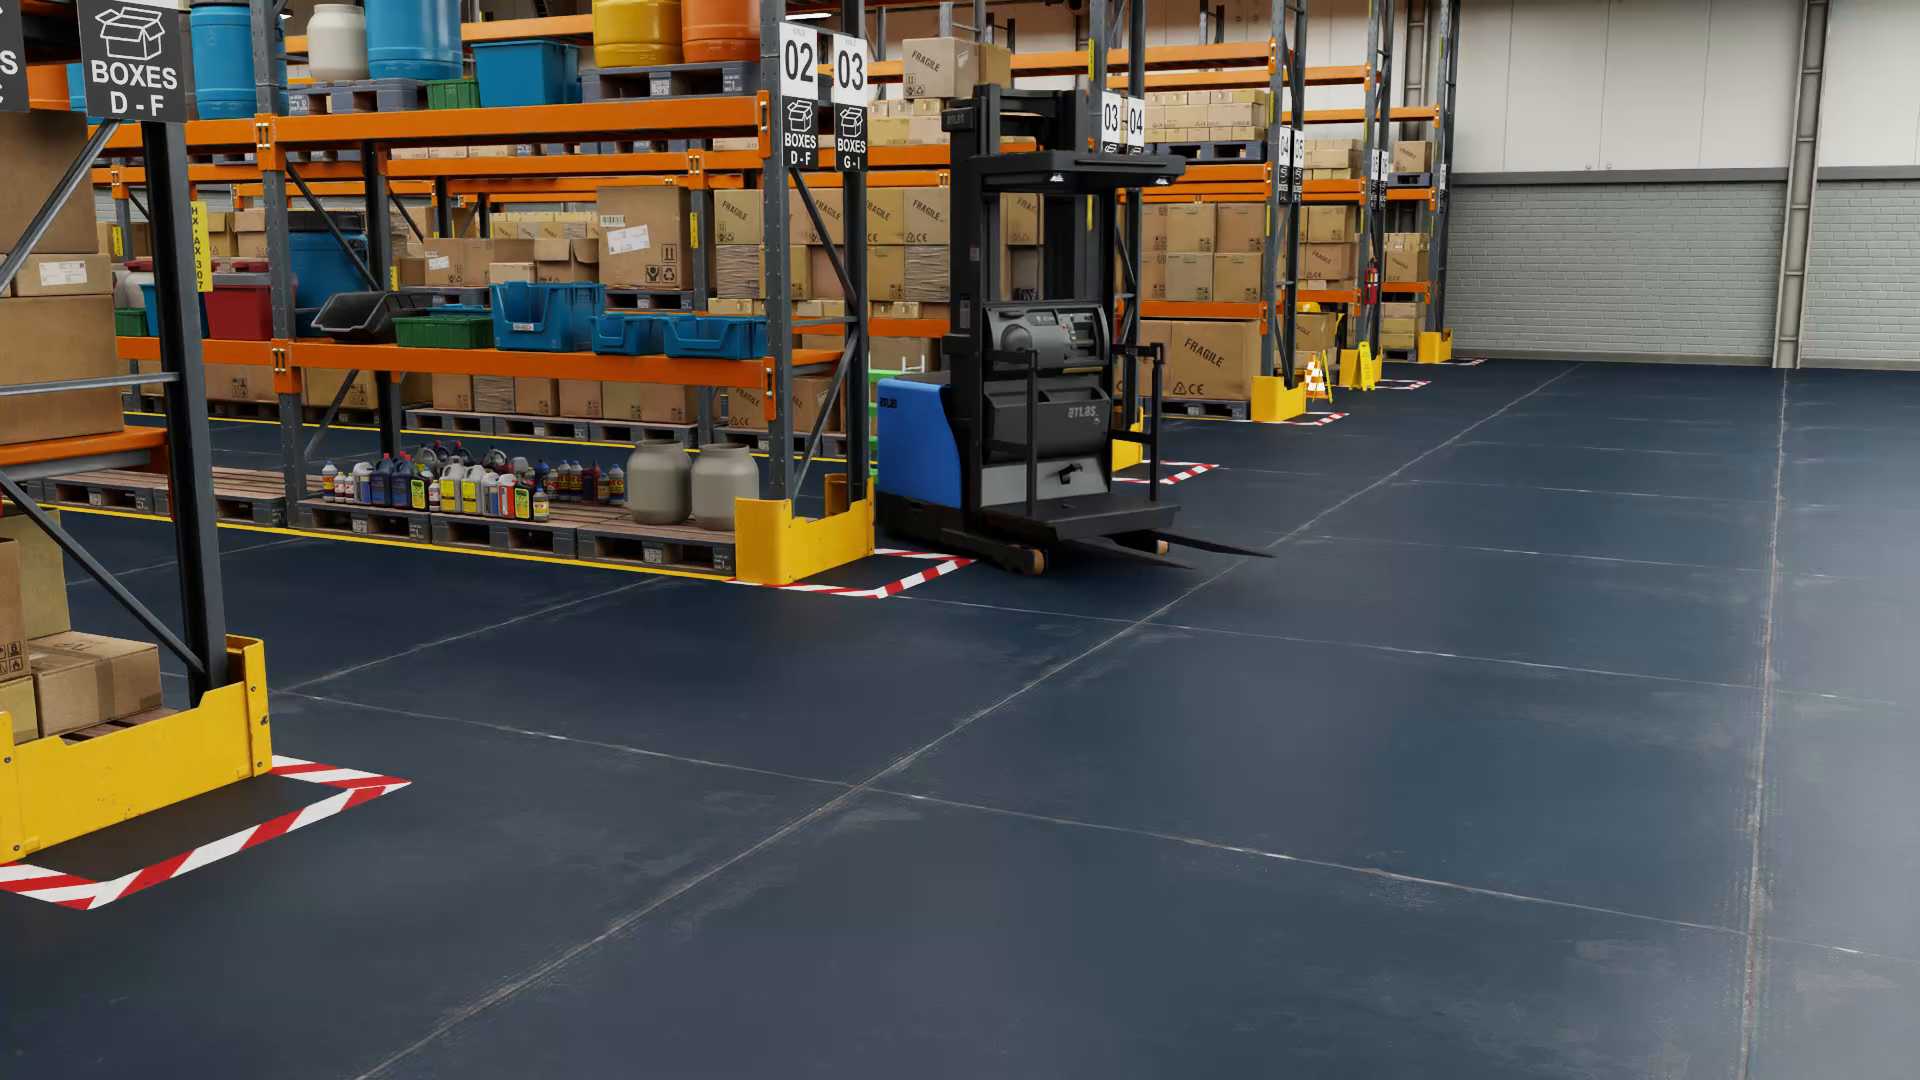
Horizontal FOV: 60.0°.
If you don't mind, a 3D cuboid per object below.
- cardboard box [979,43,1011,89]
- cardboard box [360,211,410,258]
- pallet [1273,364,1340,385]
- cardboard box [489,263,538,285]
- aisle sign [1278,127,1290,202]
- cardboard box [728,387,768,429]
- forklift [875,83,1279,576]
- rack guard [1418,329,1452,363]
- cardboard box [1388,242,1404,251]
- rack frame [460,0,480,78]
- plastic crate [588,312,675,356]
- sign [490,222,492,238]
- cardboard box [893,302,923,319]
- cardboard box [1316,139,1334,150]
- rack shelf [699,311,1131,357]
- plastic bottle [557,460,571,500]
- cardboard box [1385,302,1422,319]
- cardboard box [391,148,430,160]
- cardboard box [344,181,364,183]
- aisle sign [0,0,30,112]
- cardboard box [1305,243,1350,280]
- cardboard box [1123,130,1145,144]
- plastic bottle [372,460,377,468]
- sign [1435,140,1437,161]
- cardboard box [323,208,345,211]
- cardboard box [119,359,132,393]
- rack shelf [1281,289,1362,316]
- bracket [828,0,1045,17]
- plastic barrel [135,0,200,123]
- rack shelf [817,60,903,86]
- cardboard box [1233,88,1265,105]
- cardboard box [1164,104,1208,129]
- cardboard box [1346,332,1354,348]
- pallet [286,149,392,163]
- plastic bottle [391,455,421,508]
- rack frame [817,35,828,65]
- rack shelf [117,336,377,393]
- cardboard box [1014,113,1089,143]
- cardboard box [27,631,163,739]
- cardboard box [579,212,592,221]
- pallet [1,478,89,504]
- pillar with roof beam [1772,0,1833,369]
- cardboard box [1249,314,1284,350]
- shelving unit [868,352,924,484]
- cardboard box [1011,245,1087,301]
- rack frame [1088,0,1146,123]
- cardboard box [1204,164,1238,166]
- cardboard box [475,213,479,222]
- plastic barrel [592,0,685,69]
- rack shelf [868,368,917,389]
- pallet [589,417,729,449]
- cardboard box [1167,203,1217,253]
[{"bbox_3d":[0.126,-4.183,14.976,0.500,0.500,0.500,5,11,26],"label":"cardboard box"},{"bbox_3d":[-6.485,-3.338,18.156,0.637,0.503,0.797,5,12,28],"label":"cardboard box"},{"bbox_3d":[4.942,-2.391,23.850,1.213,0.211,1.003,5,11,26],"label":"pallet"},{"bbox_3d":[-4.435,-2.699,16.965,0.500,0.250,0.500,5,11,24],"label":"cardboard box"},{"bbox_3d":[3.554,-4.115,18.244,0.004,0.787,0.394,5,11,26],"label":"aisle sign"},{"bbox_3d":[-1.908,-1.359,16.155,0.500,0.500,0.500,5,11,24],"label":"cardboard box"},{"bbox_3d":[0.680,-1.323,10.310,1.130,2.935,3.031,-7,12,-35],"label":"forklift"},{"bbox_3d":[7.937,-3.249,27.777,0.348,0.500,1.175,5,11,26],"label":"rack guard"},{"bbox_3d":[7.239,-4.847,27.487,0.250,0.149,0.380,5,12,27],"label":"cardboard box"},{"bbox_3d":[-7.138,-6.787,23.462,0.127,3.000,1.000,5,11,26],"label":"rack frame"},{"bbox_3d":[-2.015,-1.284,10.322,0.408,0.251,0.499,5,11,26],"label":"plastic crate"},{"bbox_3d":[-6.896,-4.493,24.384,0.005,0.325,0.100,5,11,26],"label":"sign"},{"bbox_3d":[-0.401,-2.072,14.963,0.250,0.149,0.380,5,11,26],"label":"cardboard box"},{"bbox_3d":[5.075,-5.438,22.900,0.250,0.149,0.380,5,12,27],"label":"cardboard box"},{"bbox_3d":[-0.456,-1.909,15.373,4.000,0.370,1.077,5,11,26],"label":"rack shelf"},{"bbox_3d":[-2.739,-0.415,11.528,0.097,0.271,0.097,0,10,0],"label":"plastic bottle"},{"bbox_3d":[7.365,-3.813,27.609,0.500,0.250,0.500,5,12,28],"label":"cardboard box"},{"bbox_3d":[-5.527,-4.060,17.238,0.500,0.250,0.500,5,12,27],"label":"cardboard box"},{"bbox_3d":[-8.596,-5.314,24.166,0.500,0.250,0.500,5,11,25],"label":"cardboard box"},{"bbox_3d":[-3.120,-1.750,5.179,0.004,0.787,0.394,5,11,26],"label":"aisle sign"},{"bbox_3d":[5.114,-3.882,23.141,0.500,0.500,0.500,5,11,25],"label":"cardboard box"},{"bbox_3d":[2.036,-4.570,18.879,0.250,0.149,0.380,5,11,26],"label":"cardboard box"},{"bbox_3d":[-4.000,-0.410,11.464,0.133,0.283,0.061,5,11,26],"label":"plastic bottle"},{"bbox_3d":[7.663,-6.268,26.753,0.005,0.325,0.100,5,11,26],"label":"sign"},{"bbox_3d":[-9.070,-4.637,24.504,0.500,0.500,0.500,5,11,24],"label":"cardboard box"},{"bbox_3d":[-9.980,-2.276,20.173,0.875,0.875,0.875,5,11,26],"label":"cardboard box"},{"bbox_3d":[3.929,-3.491,24.118,4.000,0.370,1.077,5,11,26],"label":"rack shelf"},{"bbox_3d":[-0.530,-10.055,31.410,4.783,0.066,0.076,5,11,26],"label":"bracket"},{"bbox_3d":[-5.579,-3.409,11.812,0.600,0.901,0.600,0,10,0],"label":"plastic barrel"},{"bbox_3d":[-1.758,-5.763,20.949,4.000,0.370,1.077,5,11,26],"label":"rack shelf"},{"bbox_3d":[3.171,-4.862,18.256,0.250,0.149,0.380,5,11,26],"label":"cardboard box"},{"bbox_3d":[2.612,-4.727,18.630,0.500,0.250,0.500,5,11,26],"label":"cardboard box"},{"bbox_3d":[6.468,-3.402,28.149,0.500,0.250,0.500,5,11,26],"label":"cardboard box"},{"bbox_3d":[-6.437,-4.161,17.905,1.003,0.211,1.213,6,12,28],"label":"pallet"},{"bbox_3d":[-3.731,-0.397,11.206,0.185,0.351,0.144,4,11,23],"label":"plastic bottle"},{"bbox_3d":[-2.846,-8.378,32.255,0.127,3.000,1.000,5,11,26],"label":"rack frame"},{"bbox_3d":[-6.234,-1.433,12.744,4.000,0.370,1.077,5,11,26],"label":"rack shelf"},{"bbox_3d":[0.793,-3.505,14.170,0.500,0.250,0.500,5,12,27],"label":"cardboard box"},{"bbox_3d":[-3.431,0.545,6.335,0.500,0.250,0.500,5,11,26],"label":"cardboard box"},{"bbox_3d":[-6.339,-5.557,28.605,0.250,0.149,0.380,5,11,25],"label":"cardboard box"},{"bbox_3d":[-7.350,-0.505,13.427,1.213,0.211,1.003,5,11,26],"label":"pallet"},{"bbox_3d":[11.166,-6.471,21.718,0.400,9.000,9.100,5,11,26],"label":"pillar with roof beam"},{"bbox_3d":[4.419,-2.972,23.667,0.500,0.500,0.500,6,12,28],"label":"cardboard box"},{"bbox_3d":[-0.524,-0.712,11.798,0.503,1.200,0.258,7,13,35],"label":"shelving unit"},{"bbox_3d":[0.857,-2.348,14.666,0.500,0.500,0.875,5,11,26],"label":"cardboard box"},{"bbox_3d":[1.338,-5.057,13.904,0.127,3.000,1.000,5,11,26],"label":"rack frame"},{"bbox_3d":[3.773,-5.353,23.548,0.500,0.250,0.500,5,11,26],"label":"cardboard box"},{"bbox_3d":[-8.430,-5.737,29.595,0.250,0.149,0.380,5,12,27],"label":"cardboard box"},{"bbox_3d":[-1.932,-3.159,10.130,0.600,0.588,0.600,0,10,0],"label":"plastic barrel"},{"bbox_3d":[-0.524,-1.122,11.724,0.480,0.148,0.258,7,13,35],"label":"rack shelf"},{"bbox_3d":[-2.948,-1.109,16.766,1.213,0.211,1.003,5,11,26],"label":"pallet"},{"bbox_3d":[2.774,-3.558,19.015,0.550,0.550,0.875,5,11,26],"label":"cardboard box"}]
